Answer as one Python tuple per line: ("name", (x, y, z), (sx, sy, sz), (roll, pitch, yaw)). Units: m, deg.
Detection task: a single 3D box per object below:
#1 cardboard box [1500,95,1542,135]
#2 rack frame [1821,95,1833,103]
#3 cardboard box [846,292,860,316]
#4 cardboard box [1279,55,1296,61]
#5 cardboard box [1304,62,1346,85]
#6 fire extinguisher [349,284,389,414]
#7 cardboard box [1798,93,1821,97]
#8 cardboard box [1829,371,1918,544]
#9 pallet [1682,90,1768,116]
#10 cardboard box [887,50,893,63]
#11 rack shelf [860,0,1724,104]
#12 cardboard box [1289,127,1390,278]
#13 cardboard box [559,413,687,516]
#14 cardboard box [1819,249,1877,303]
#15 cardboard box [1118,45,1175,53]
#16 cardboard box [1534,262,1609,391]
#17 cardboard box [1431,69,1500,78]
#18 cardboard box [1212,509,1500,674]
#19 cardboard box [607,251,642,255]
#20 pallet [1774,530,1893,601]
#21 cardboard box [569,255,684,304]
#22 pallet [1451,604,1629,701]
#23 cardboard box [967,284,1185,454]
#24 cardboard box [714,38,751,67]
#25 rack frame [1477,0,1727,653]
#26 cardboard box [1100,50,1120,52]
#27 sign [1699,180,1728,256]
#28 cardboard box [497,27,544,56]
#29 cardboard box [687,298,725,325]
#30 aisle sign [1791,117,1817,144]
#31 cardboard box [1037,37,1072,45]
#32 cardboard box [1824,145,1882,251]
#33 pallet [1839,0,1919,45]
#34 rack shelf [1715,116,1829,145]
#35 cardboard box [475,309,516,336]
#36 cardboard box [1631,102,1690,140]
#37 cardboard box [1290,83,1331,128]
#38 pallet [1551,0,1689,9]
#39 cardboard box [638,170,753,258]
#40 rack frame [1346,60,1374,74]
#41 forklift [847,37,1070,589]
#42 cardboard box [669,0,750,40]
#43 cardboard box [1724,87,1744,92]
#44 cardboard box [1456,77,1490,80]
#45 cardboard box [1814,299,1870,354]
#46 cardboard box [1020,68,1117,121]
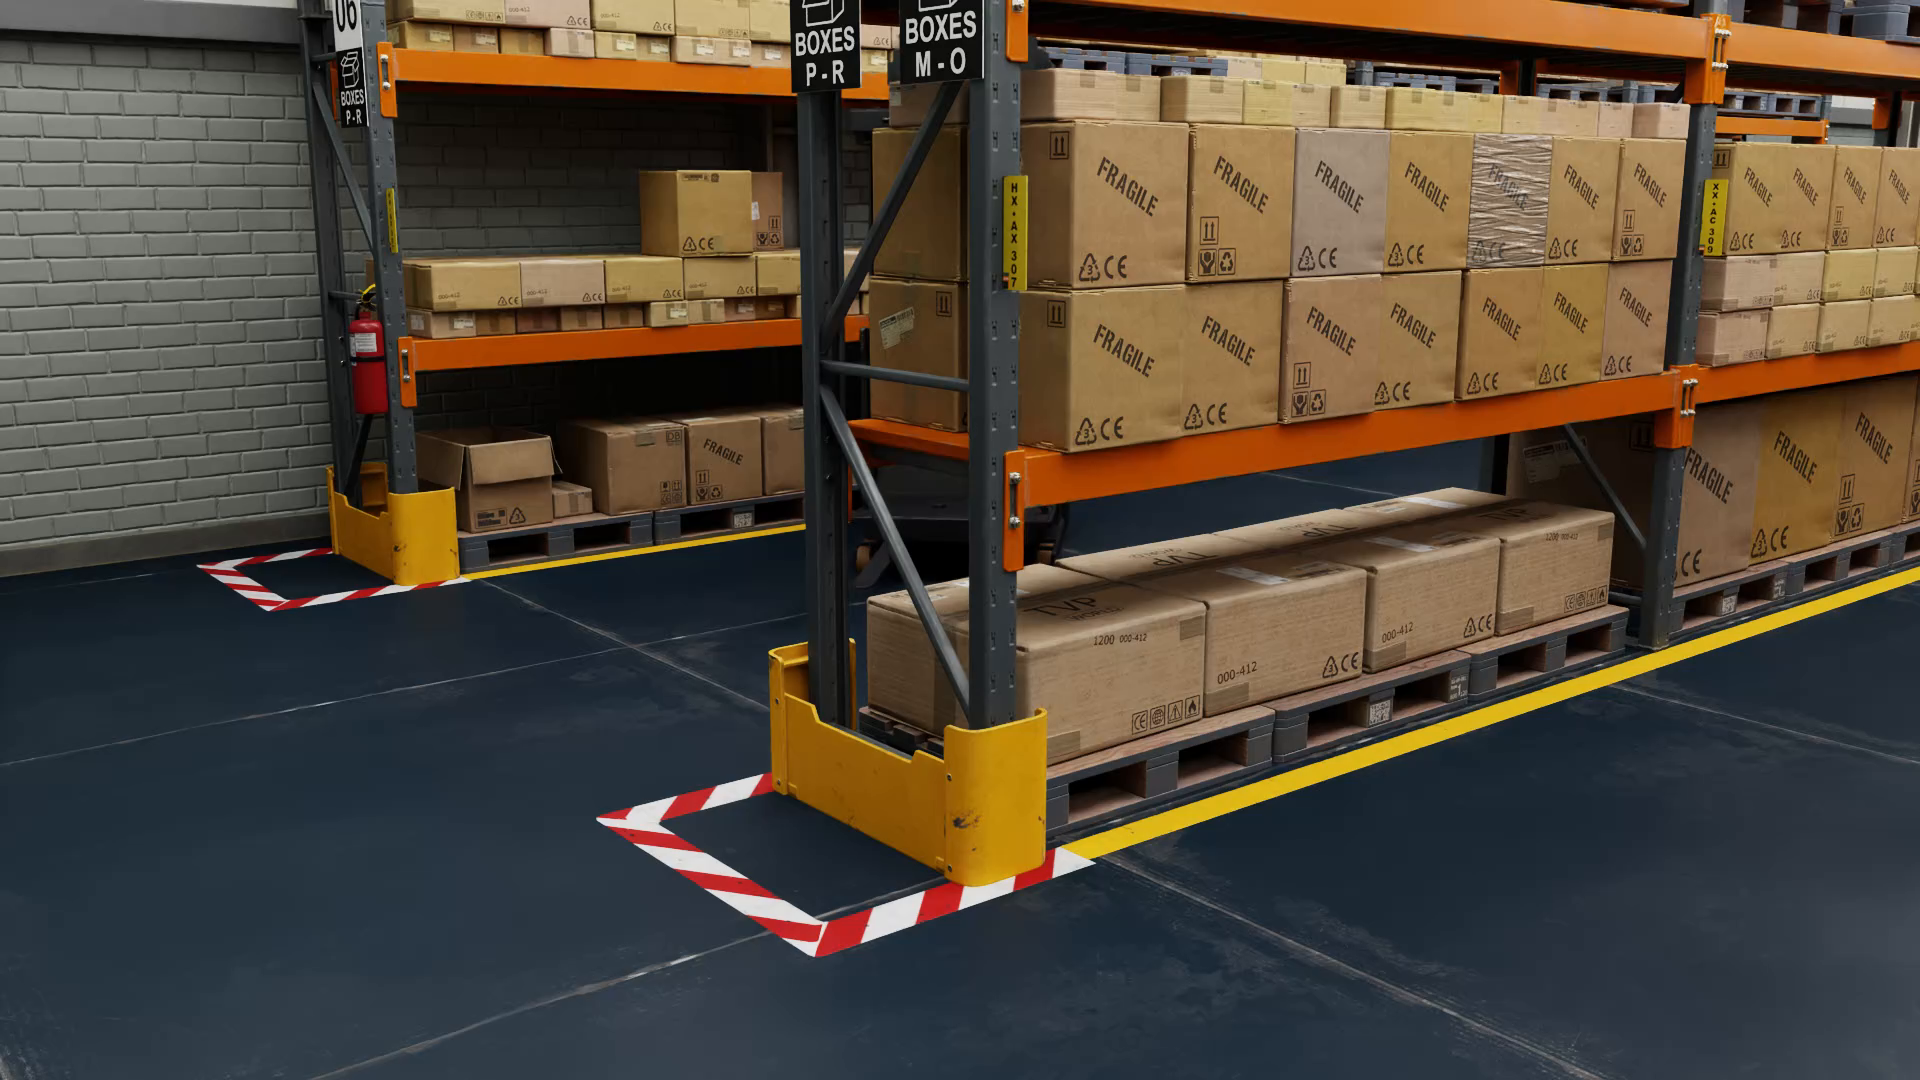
("cardboard box", (2.066, -1.677, 6.596), (0.250, 0.149, 0.380), (-10, 15, -38))
("rack frame", (9.208, -6.331, 18.280), (0.127, 3.000, 1.000), (-9, 15, -38))
("cardboard box", (-0.853, -1.530, 10.715), (0.250, 0.149, 0.380), (-9, 15, -36))
("cardboard box", (2.399, -3.802, 12.992), (0.250, 0.149, 0.380), (-9, 15, -36))
("cardboard box", (2.712, -3.646, 13.219), (0.500, 0.250, 0.500), (-10, 16, -40))
("fire extinguisher", (-3.112, -1.006, 8.729), (0.183, 0.674, 0.296), (-9, 15, -38))
("cardboard box", (9.014, -5.070, 18.070), (0.500, 0.500, 0.500), (-9, 15, -36))
("cardboard box", (4.774, -0.529, 9.501), (0.875, 0.875, 0.875), (-9, 15, -37))
("pallet", (7.686, -4.574, 17.438), (1.213, 0.211, 1.003), (-9, 15, -38))
("cardboard box", (-0.452, -3.058, 10.692), (0.250, 0.149, 0.380), (-9, 15, -38))
("rack shelf", (1.380, -1.891, 6.322), (4.000, 0.370, 1.077), (-9, 15, -38))
("cardboard box", (1.167, -1.206, 5.939), (0.500, 0.500, 0.500), (-10, 15, -38))
("cardboard box", (-2.057, -0.472, 10.135), (0.500, 0.500, 0.700), (-9, 15, -35))
("cardboard box", (4.261, -1.351, 8.426), (0.500, 0.250, 0.500), (-9, 15, -37))
("cardboard box", (1.319, -3.577, 11.883), (0.250, 0.149, 0.380), (-9, 15, -36))
("cardboard box", (2.340, -0.914, 6.973), (0.500, 0.500, 0.500), (-10, 16, -39))
("cardboard box", (4.474, -4.316, 14.517), (0.500, 0.500, 0.500), (-9, 15, -36))
("cardboard box", (1.685, 0.193, 7.154), (0.875, 0.438, 0.875), (-10, 16, -39))
("cardboard box", (-1.891, -1.693, 10.526), (0.500, 0.250, 0.500), (-9, 15, -38))
("pallet", (4.450, 0.058, 9.349), (1.213, 0.211, 1.003), (-9, 15, -38))
("cardboard box", (-1.976, -1.539, 9.802), (0.500, 0.250, 0.500), (-10, 15, -39))
("pallet", (2.299, 0.415, 7.665), (1.213, 0.211, 1.003), (-9, 15, -38))
("cardboard box", (0.372, -0.580, 5.400), (0.500, 0.500, 0.500), (-10, 15, -38))
("cardboard box", (-1.442, -2.885, 9.876), (0.250, 0.149, 0.380), (-9, 15, -37))
("rack frame", (2.941, -1.035, 7.781), (0.127, 3.000, 1.000), (-9, 15, -38))
("cardboard box", (0.988, -3.672, 12.331), (0.250, 0.149, 0.380), (-9, 15, -37))
("sign", (3.289, -1.407, 7.259), (0.005, 0.325, 0.100), (-9, 15, -38))
("cardboard box", (-2.492, -2.737, 9.181), (0.250, 0.149, 0.380), (-9, 15, -37))
("cardboard box", (-1.628, -1.392, 10.069), (0.250, 0.149, 0.380), (-9, 15, -36))
("aisle sign", (9.443, -4.629, 18.448), (0.004, 0.787, 0.394), (-9, 15, -38))
("cardboard box", (0.543, -3.440, 11.241), (0.250, 0.149, 0.380), (-9, 15, -37))
("cardboard box", (4.238, -1.718, 8.352), (0.500, 0.500, 0.500), (-10, 16, -39))
("pallet", (4.724, -2.691, 8.813), (1.213, 0.211, 1.003), (-9, 15, -35))
("rack shelf", (7.646, -4.252, 17.444), (4.000, 0.370, 1.077), (-9, 15, -38))
("cardboard box", (-2.688, -1.236, 9.334), (0.250, 0.149, 0.380), (-9, 15, -36))
("cardboard box", (2.900, -1.799, 7.168), (0.250, 0.149, 0.380), (-10, 15, -39))
("cardboard box", (1.069, -1.513, 5.821), (0.250, 0.149, 0.380), (-9, 15, -37))
("pallet", (2.296, -2.354, 6.986), (1.213, 0.211, 1.003), (-9, 15, -38))
("cardboard box", (-1.592, -1.969, 10.021), (0.500, 0.500, 0.500), (-9, 15, -36))
("rack frame", (2.961, -5.293, 13.391), (0.127, 3.000, 1.000), (-9, 15, -38))
("forklift", (0.003, -1.292, 9.158), (1.130, 2.935, 3.031), (1, 12, 7))
("cardboard box", (-1.588, -3.078, 9.824), (0.500, 0.250, 0.500), (-10, 15, -39))
("cardboard box", (7.671, -4.885, 17.192), (0.637, 0.503, 0.797), (-9, 15, -36))
("cardboard box", (4.576, -4.254, 15.032), (0.250, 0.166, 0.380), (-9, 15, -38))
("cardboard box", (4.263, -1.107, 8.482), (0.500, 0.250, 0.500), (-10, 15, -38))
("cardboard box", (0.268, -1.372, 5.160), (0.250, 0.149, 0.380), (-9, 15, -36))
